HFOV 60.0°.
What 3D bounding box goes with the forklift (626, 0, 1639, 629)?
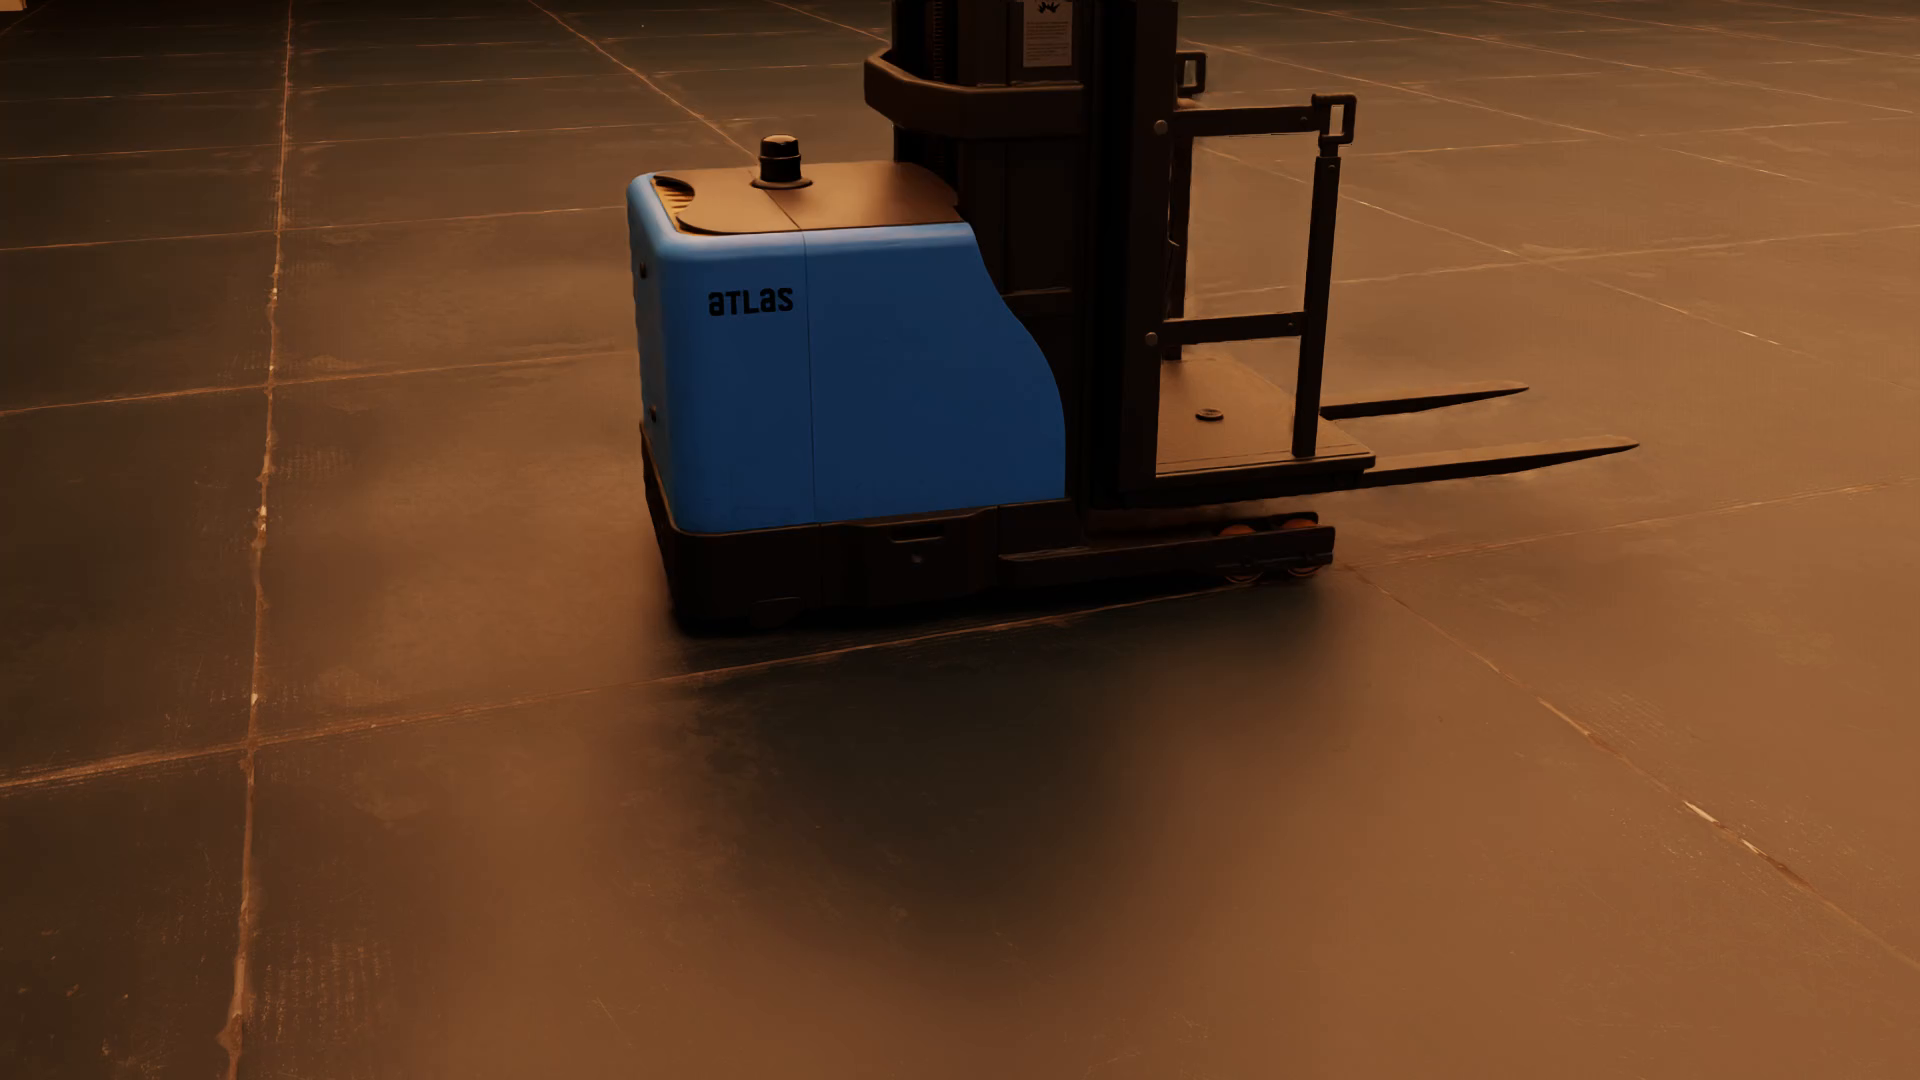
[{"bbox_3d":[0.588,-1.416,4.666,3.031,2.935,1.130,-6,24,-14],"label":"forklift"}]
